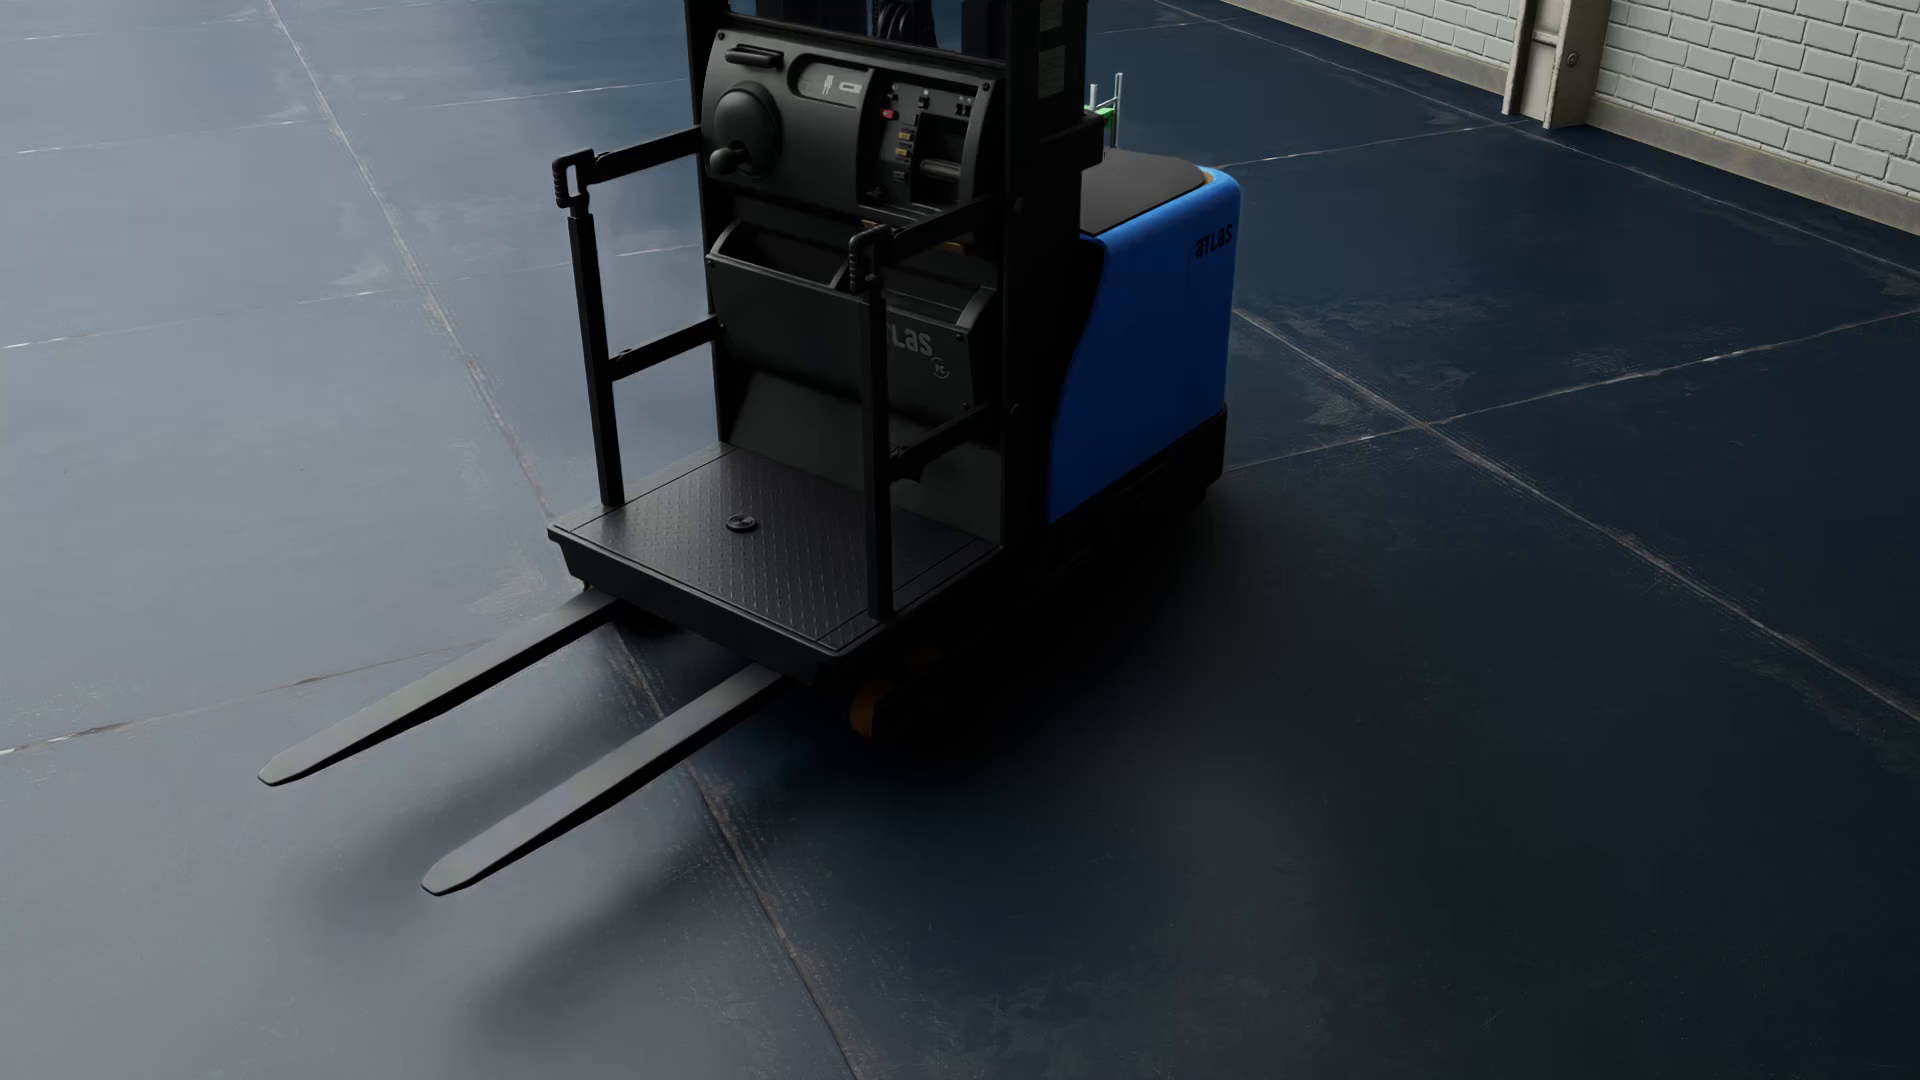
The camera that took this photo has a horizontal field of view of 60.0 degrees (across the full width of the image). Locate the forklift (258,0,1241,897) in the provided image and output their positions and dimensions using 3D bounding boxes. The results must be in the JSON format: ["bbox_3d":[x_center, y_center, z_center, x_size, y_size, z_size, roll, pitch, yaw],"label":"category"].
[{"bbox_3d":[-0.429,-1.027,4.085,1.130,2.935,3.031,21,35,32],"label":"forklift"}]

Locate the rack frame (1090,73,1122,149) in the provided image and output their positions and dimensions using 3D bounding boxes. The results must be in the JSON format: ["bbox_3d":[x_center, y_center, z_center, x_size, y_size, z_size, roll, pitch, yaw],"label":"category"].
[{"bbox_3d":[0.472,-0.989,5.772,0.015,1.200,0.240,14,29,23],"label":"rack frame"}]

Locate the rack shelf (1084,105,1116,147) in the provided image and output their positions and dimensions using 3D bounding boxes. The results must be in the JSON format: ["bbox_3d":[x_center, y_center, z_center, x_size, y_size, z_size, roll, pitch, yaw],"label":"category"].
[{"bbox_3d":[0.265,-1.415,5.683,0.480,0.148,0.258,14,29,23],"label":"rack shelf"}]

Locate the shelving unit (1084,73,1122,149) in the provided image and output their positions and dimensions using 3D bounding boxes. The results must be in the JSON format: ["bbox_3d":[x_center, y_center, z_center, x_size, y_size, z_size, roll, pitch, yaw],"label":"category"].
[{"bbox_3d":[0.254,-1.043,5.869,0.503,1.200,0.258,14,29,23],"label":"shelving unit"}]

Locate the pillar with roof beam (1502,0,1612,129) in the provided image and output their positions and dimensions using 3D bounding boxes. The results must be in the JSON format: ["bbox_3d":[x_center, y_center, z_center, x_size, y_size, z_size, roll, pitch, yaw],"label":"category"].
[{"bbox_3d":[-0.511,-5.458,5.784,9.100,9.000,0.400,-13,32,-22],"label":"pillar with roof beam"}]
